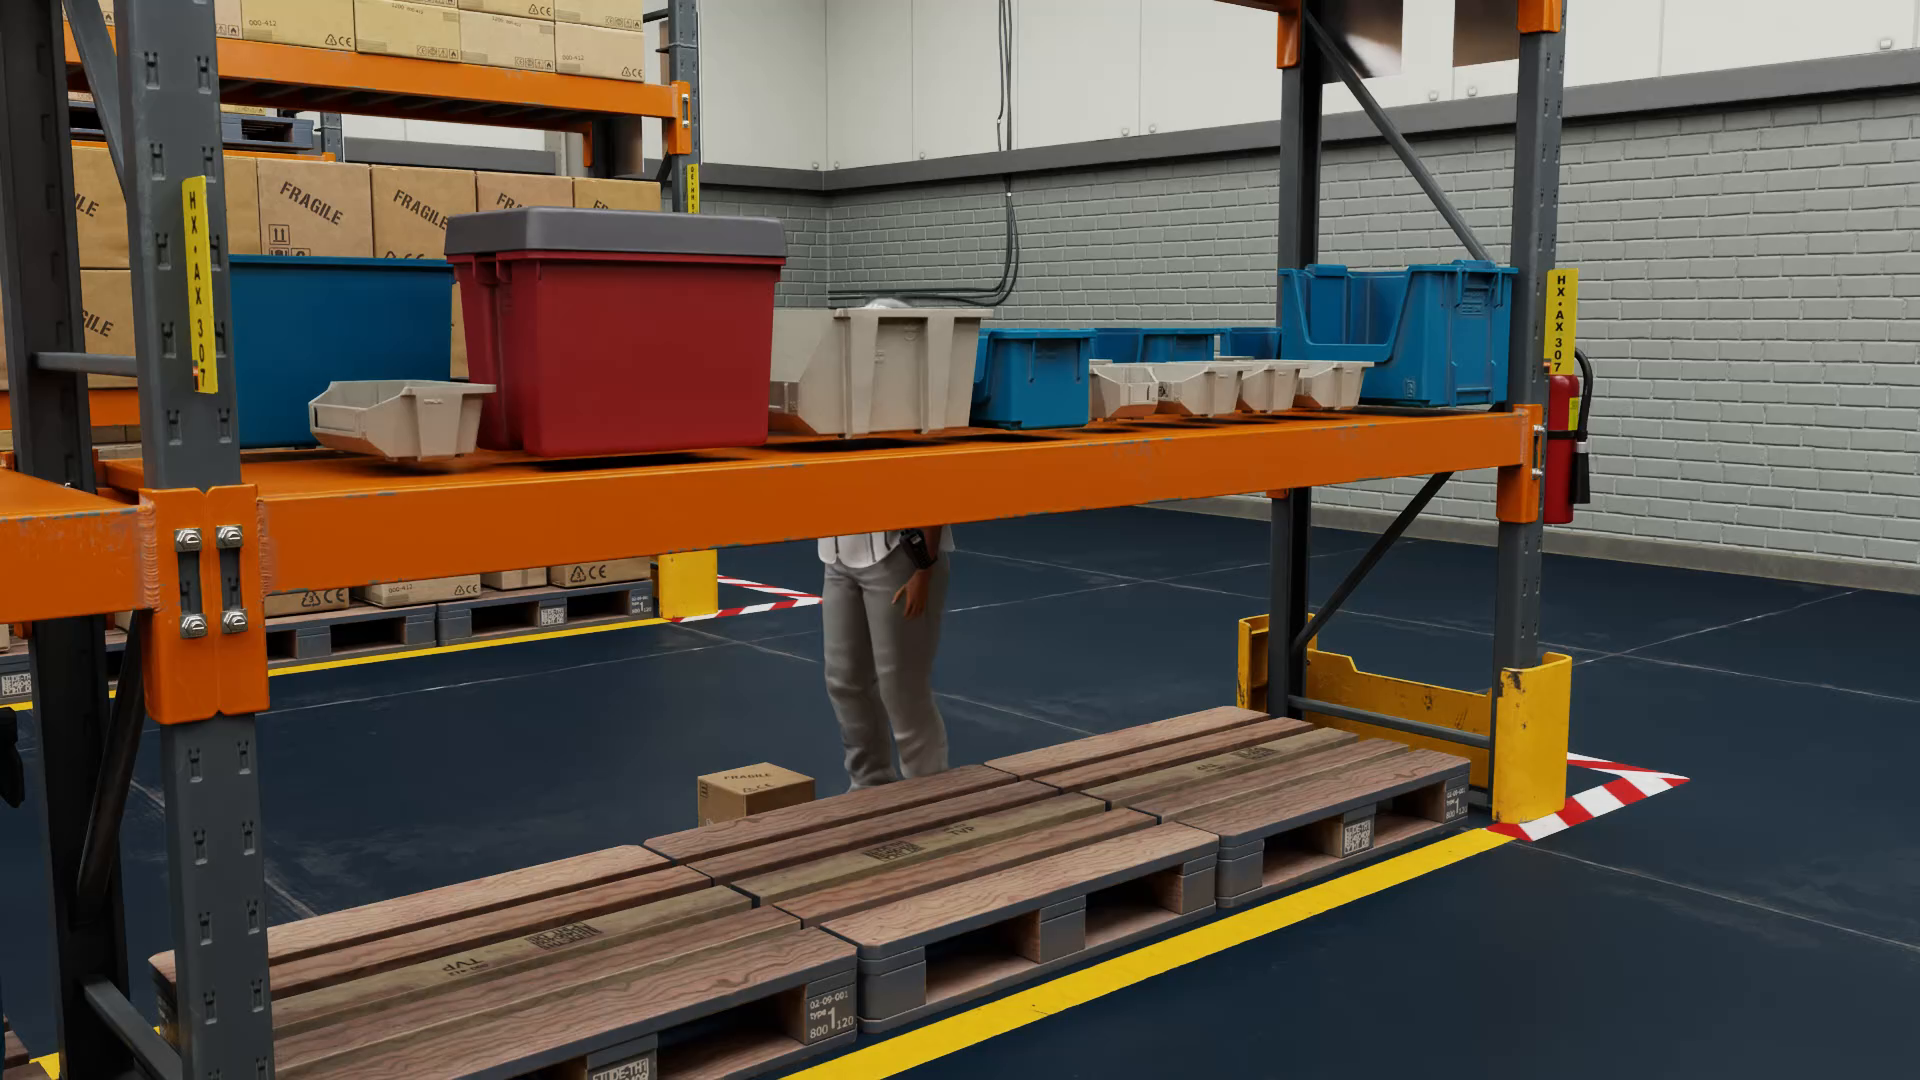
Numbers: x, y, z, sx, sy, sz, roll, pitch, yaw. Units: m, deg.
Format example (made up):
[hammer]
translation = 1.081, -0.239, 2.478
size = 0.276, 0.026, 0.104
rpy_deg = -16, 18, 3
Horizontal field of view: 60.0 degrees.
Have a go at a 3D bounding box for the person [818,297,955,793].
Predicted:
[person]
translation = -0.233, 0.098, 5.110
size = 0.390, 1.671, 0.467
rpy_deg = -6, 10, -40
